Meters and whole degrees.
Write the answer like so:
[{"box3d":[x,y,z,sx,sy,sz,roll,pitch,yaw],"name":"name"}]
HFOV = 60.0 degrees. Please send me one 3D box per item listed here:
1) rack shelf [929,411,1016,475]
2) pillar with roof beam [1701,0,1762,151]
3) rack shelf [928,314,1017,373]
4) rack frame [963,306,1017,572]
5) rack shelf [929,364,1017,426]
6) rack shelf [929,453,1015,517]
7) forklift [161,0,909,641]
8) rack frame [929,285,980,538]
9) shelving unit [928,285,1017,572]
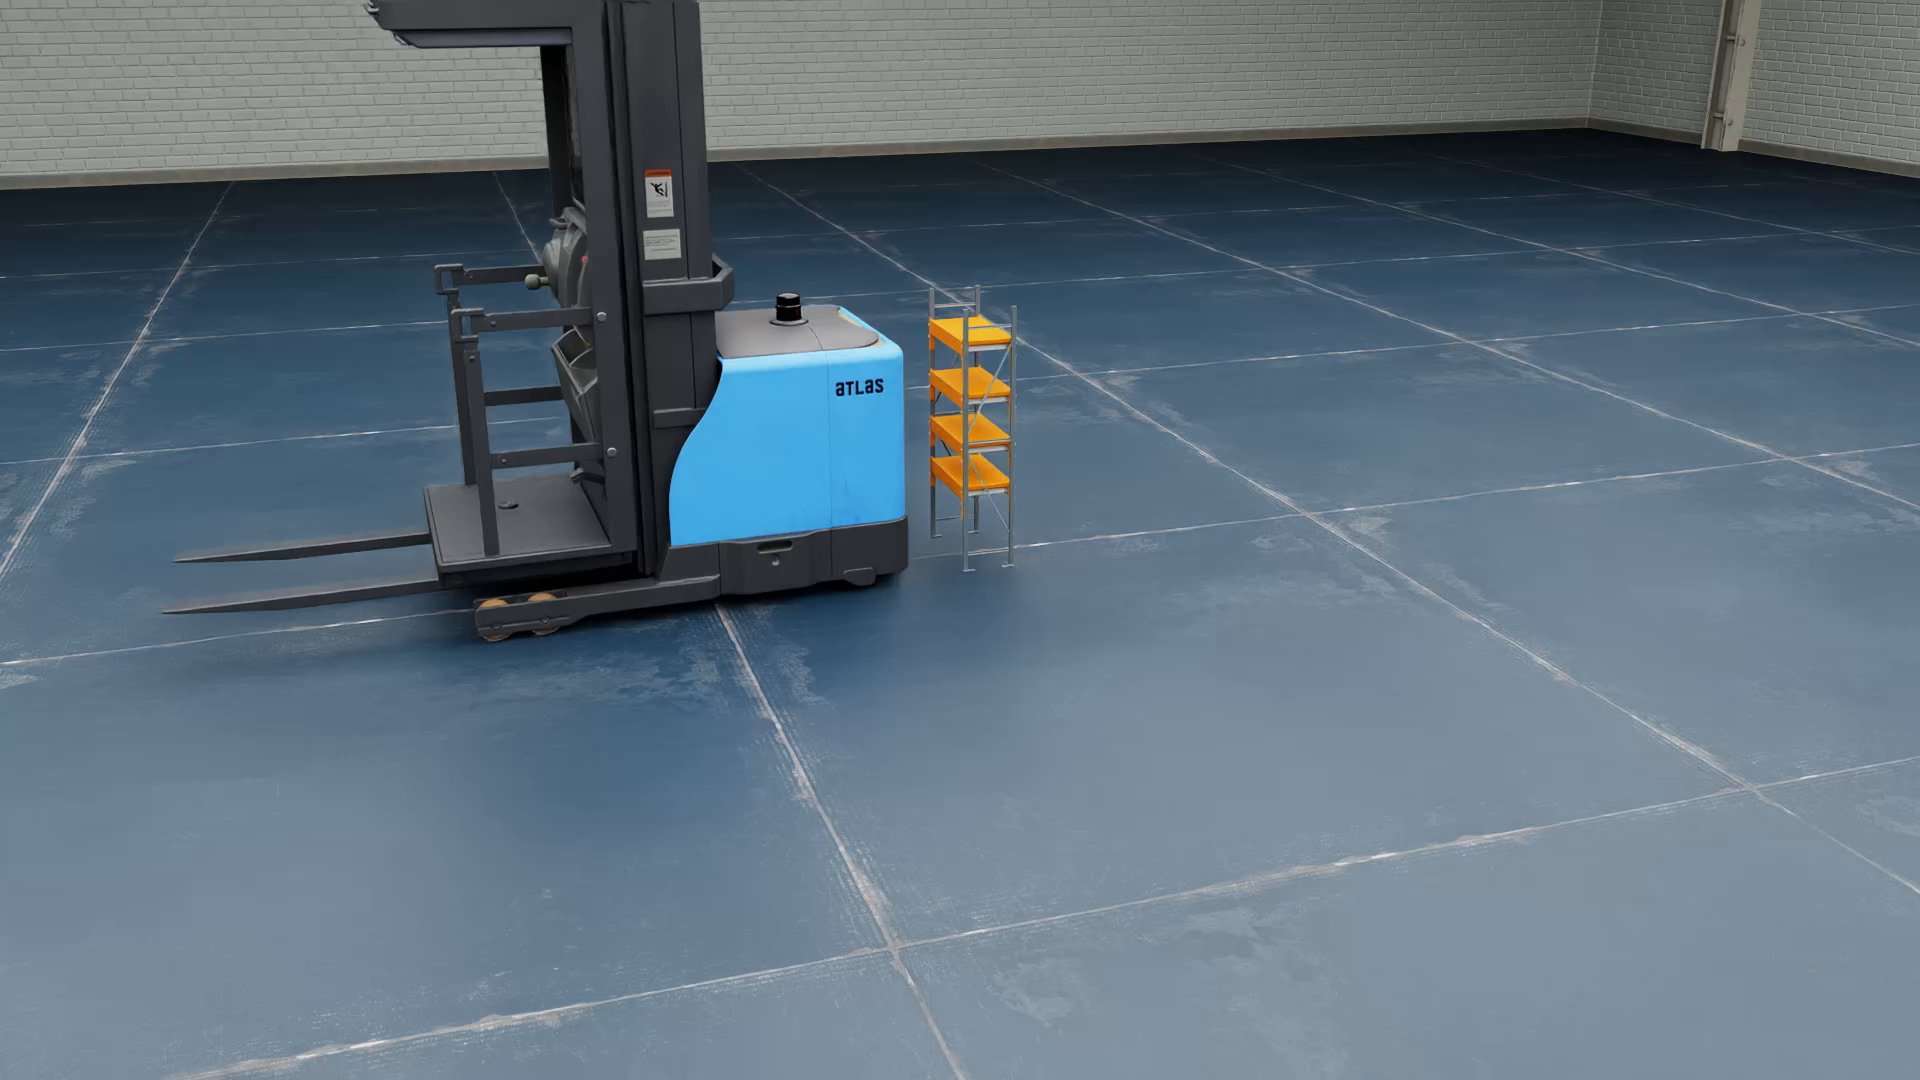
[{"box3d":[0.052,-0.448,7.589,0.258,0.148,0.480,-6,21,-17],"name":"rack shelf"},{"box3d":[6.372,-9.157,20.099,9.100,9.000,0.400,-6,21,-17],"name":"pillar with roof beam"},{"box3d":[0.052,-0.881,7.433,0.258,0.148,0.480,-6,21,-17],"name":"rack shelf"},{"box3d":[0.129,-0.433,7.348,0.240,1.200,0.015,-6,21,-17],"name":"rack frame"},{"box3d":[0.052,-0.659,7.513,0.258,0.148,0.480,-6,21,-17],"name":"rack shelf"},{"box3d":[0.052,-0.261,7.656,0.258,0.148,0.480,-6,21,-17],"name":"rack shelf"},{"box3d":[-1.801,-1.169,6.836,3.031,2.935,1.130,-7,21,-19],"name":"forklift"},{"box3d":[-0.025,-0.590,7.784,0.240,1.200,0.015,-6,21,-17],"name":"rack frame"},{"box3d":[0.052,-0.512,7.566,0.258,1.200,0.503,-6,21,-17],"name":"shelving unit"}]
